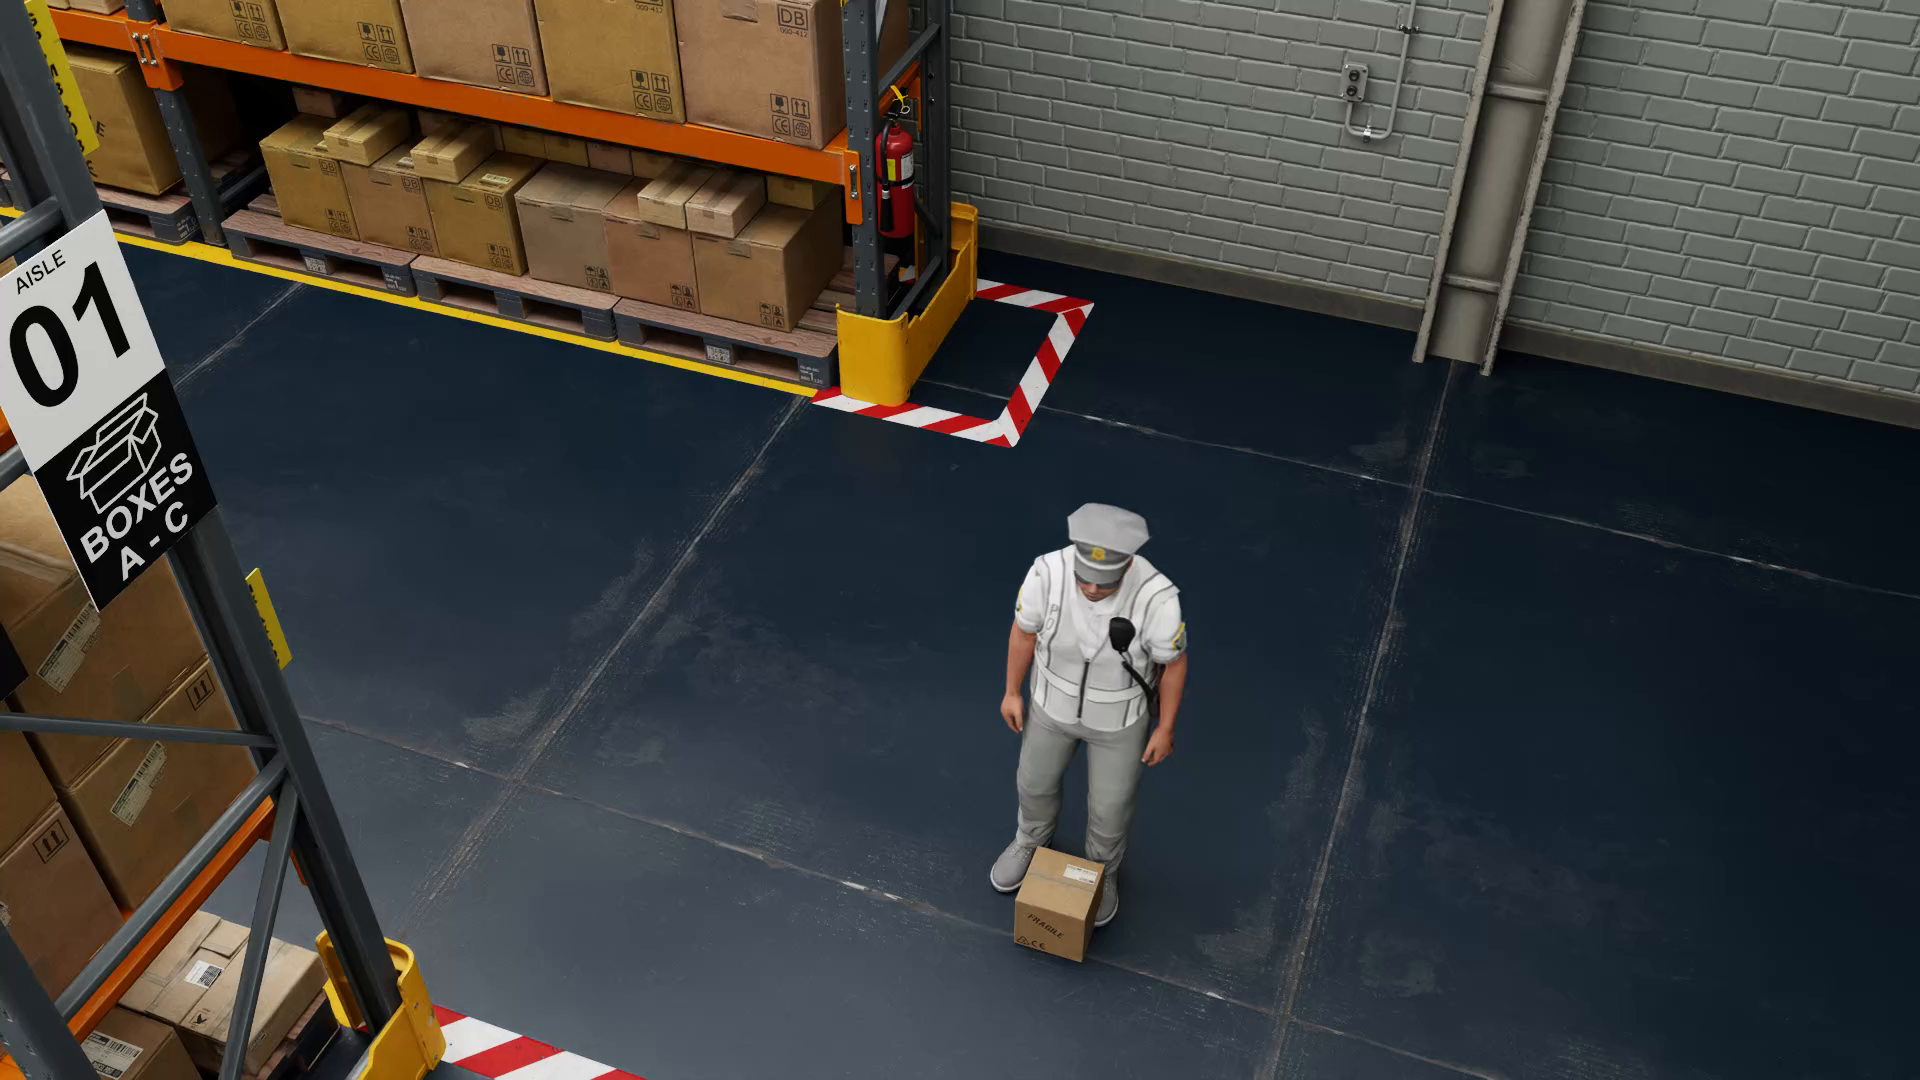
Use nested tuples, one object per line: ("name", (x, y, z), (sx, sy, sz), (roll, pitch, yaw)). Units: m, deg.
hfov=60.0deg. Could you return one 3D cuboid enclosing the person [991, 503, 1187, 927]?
("person", (0.433, 0.554, 5.521), (0.593, 1.748, 0.467), (13, 43, 14))
